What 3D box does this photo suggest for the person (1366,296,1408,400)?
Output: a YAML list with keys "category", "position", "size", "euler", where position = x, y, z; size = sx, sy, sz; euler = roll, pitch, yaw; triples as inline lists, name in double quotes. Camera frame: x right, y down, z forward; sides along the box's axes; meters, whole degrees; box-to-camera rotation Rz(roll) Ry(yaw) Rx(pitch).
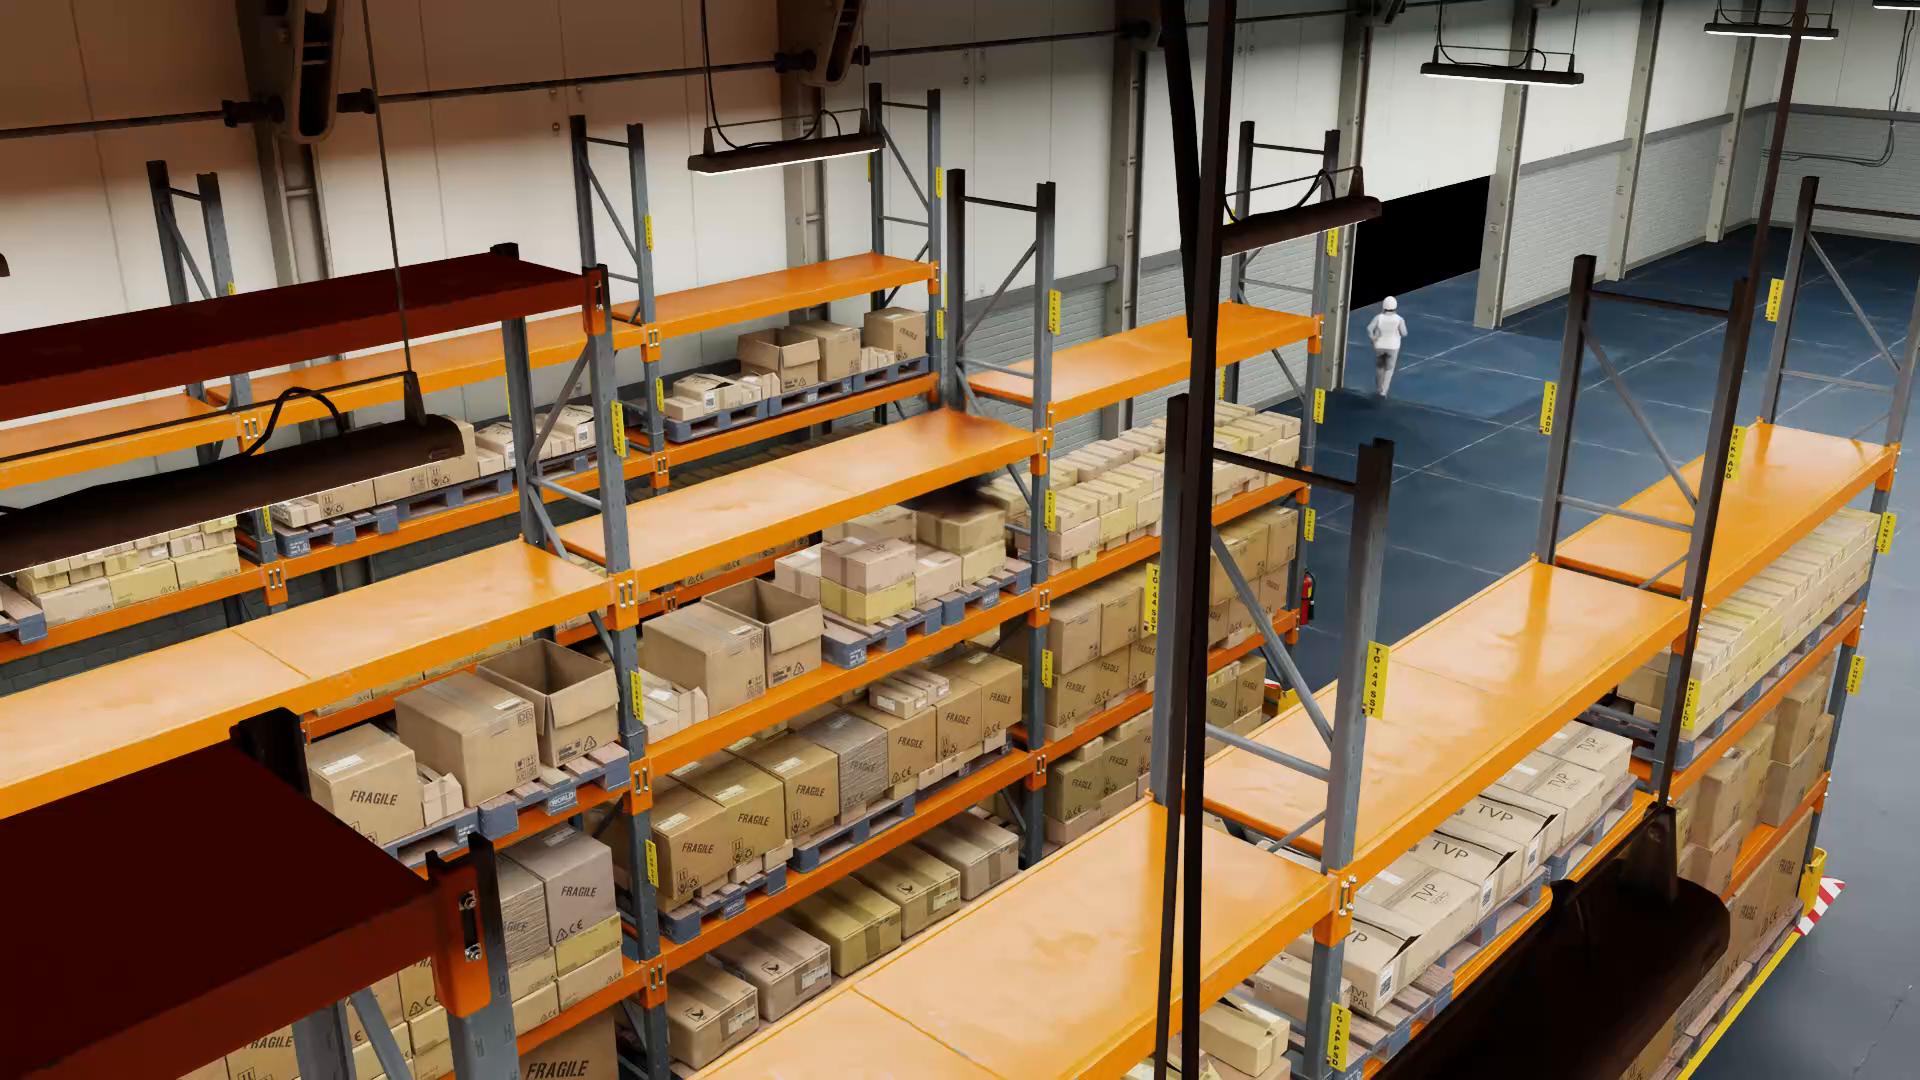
- category: "person"
  position: [7.105, -3.205, 27.751]
  size: [0.662, 1.762, 0.933]
  euler: [8, 23, 19]
